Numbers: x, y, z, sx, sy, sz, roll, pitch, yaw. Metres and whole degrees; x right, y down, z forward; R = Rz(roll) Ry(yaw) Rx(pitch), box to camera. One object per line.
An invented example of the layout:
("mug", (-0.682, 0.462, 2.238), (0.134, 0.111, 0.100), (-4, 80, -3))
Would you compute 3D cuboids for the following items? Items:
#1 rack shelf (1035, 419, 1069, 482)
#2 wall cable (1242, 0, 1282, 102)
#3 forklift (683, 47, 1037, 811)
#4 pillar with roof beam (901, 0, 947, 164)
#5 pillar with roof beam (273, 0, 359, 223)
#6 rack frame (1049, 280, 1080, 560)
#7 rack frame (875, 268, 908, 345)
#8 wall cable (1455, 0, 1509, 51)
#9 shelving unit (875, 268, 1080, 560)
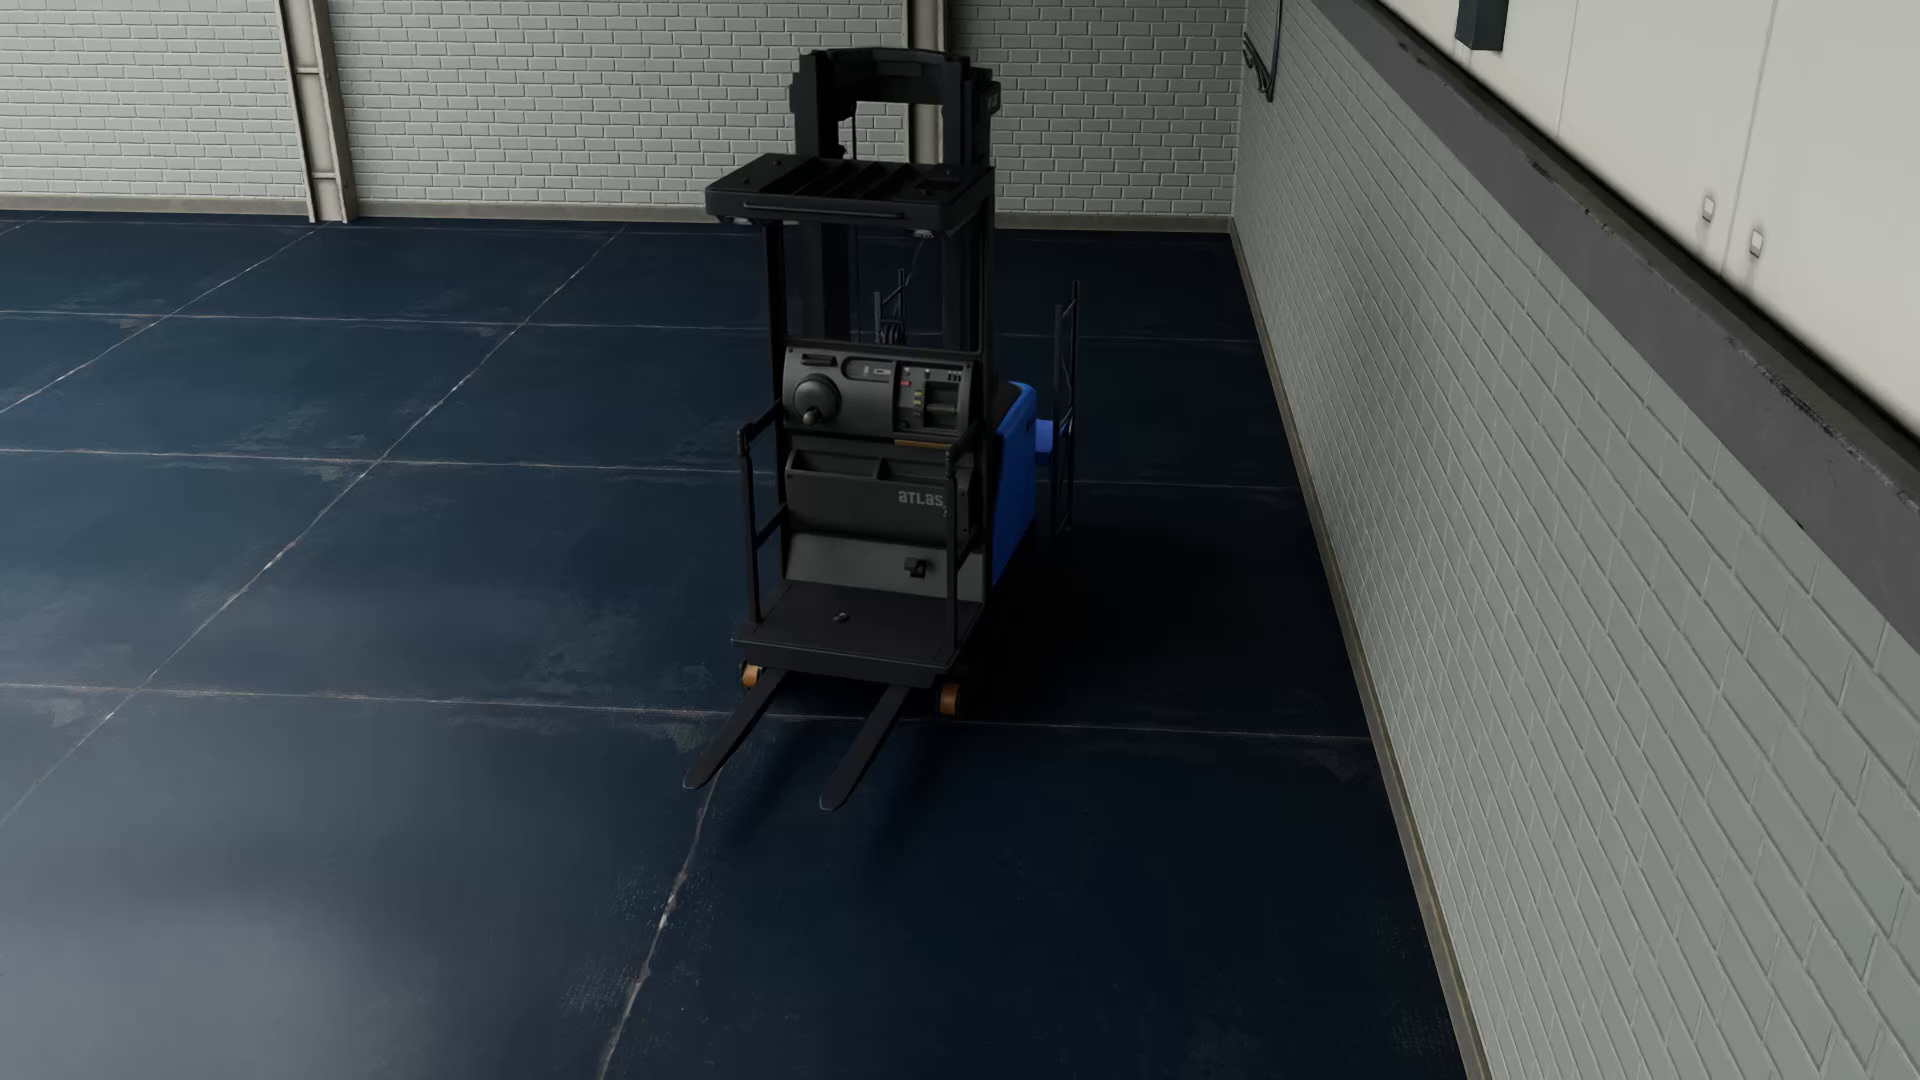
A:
("rack shelf", (0.103, -0.565, 9.614), (1.000, 0.185, 0.538), (7, 26, 14))
("wall cable", (2.504, -5.085, 13.751), (0.112, 2.526, 3.097), (2, 25, 4))
("forklift", (-0.446, -0.669, 7.697), (1.130, 2.935, 3.031), (6, 25, 14))
("pillar with roof beam", (-0.662, -5.347, 10.605), (0.400, 9.000, 9.100), (2, 25, 4))
("pillar with roof beam", (-6.644, -5.539, 11.023), (0.400, 9.000, 9.100), (2, 25, 4))
("rack frame", (0.593, -0.672, 9.416), (0.032, 1.500, 0.500), (7, 26, 14))
("rack frame", (-0.388, -0.785, 9.661), (0.032, 1.500, 0.500), (7, 26, 14))
("wall cable", (1.761, -4.085, 3.793), (0.169, 6.003, 2.305), (2, 25, 4))
("shelving unit", (0.103, -0.728, 9.539), (1.048, 1.500, 0.538), (7, 26, 14))
